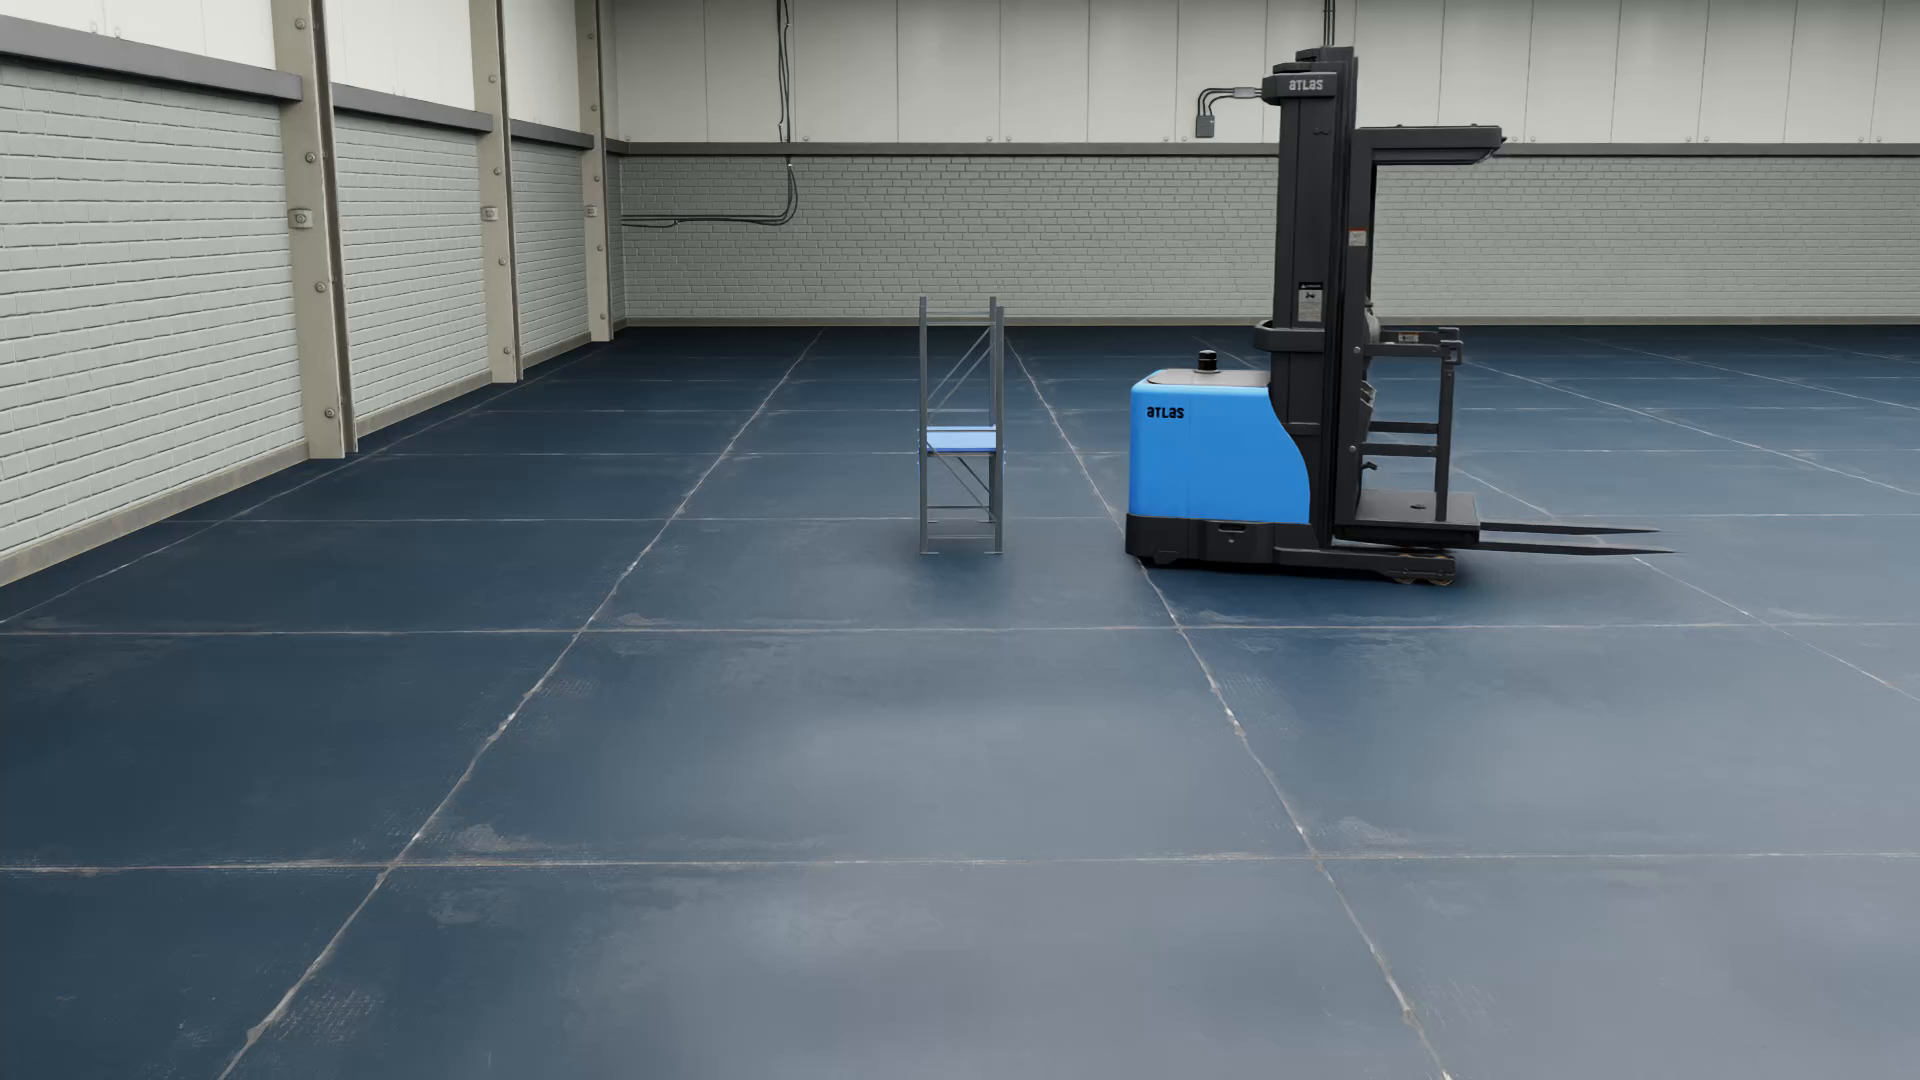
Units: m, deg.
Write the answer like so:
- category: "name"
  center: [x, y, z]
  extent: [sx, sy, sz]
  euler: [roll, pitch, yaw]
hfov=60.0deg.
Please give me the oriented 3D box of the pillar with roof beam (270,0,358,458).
- category: "pillar with roof beam"
  center: [-1.028, -5.151, 13.317]
  extent: [9.100, 9.000, 0.400]
  euler: [0, 11, -1]

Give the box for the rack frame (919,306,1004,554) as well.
- category: "rack frame"
  center: [0.009, -0.651, 9.995]
  extent: [0.500, 1.500, 0.032]
  euler: [0, 11, -1]

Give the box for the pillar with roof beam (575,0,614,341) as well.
- category: "pillar with roof beam"
  center: [-1.276, -7.537, 25.075]
  extent: [9.100, 9.000, 0.400]
  euler: [0, 11, -1]

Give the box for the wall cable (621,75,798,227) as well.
- category: "wall cable"
  center: [-4.319, -6.588, 28.210]
  extent: [3.097, 2.526, 0.112]
  euler: [0, 11, -1]

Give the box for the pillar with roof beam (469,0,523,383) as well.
- category: "pillar with roof beam"
  center: [-1.152, -6.344, 19.196]
  extent: [9.100, 9.000, 0.400]
  euler: [0, 11, -1]

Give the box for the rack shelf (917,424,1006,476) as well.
- category: "rack shelf"
  center: [-0.002, -0.576, 10.529]
  extent: [0.538, 0.185, 1.000]
  euler: [0, 11, -1]

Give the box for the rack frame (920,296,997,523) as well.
- category: "rack frame"
  center: [-0.012, -0.853, 10.992]
  extent: [0.500, 1.500, 0.032]
  euler: [0, 11, -1]

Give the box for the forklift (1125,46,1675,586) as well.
- category: "forklift"
  center: [2.553, -1.298, 9.584]
  extent: [3.031, 2.935, 1.130]
  euler: [3, 12, 15]

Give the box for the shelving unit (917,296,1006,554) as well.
- category: "shelving unit"
  center: [-0.002, -0.752, 10.494]
  extent: [0.538, 1.500, 1.048]
  euler: [0, 11, -1]

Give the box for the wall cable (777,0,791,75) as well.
- category: "wall cable"
  center: [-1.614, -9.074, 27.763]
  extent: [3.097, 2.526, 0.112]
  euler: [0, 11, -1]

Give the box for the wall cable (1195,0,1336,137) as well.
- category: "wall cable"
  center: [5.173, -9.813, 27.740]
  extent: [2.305, 6.003, 0.169]
  euler: [0, 11, -1]
